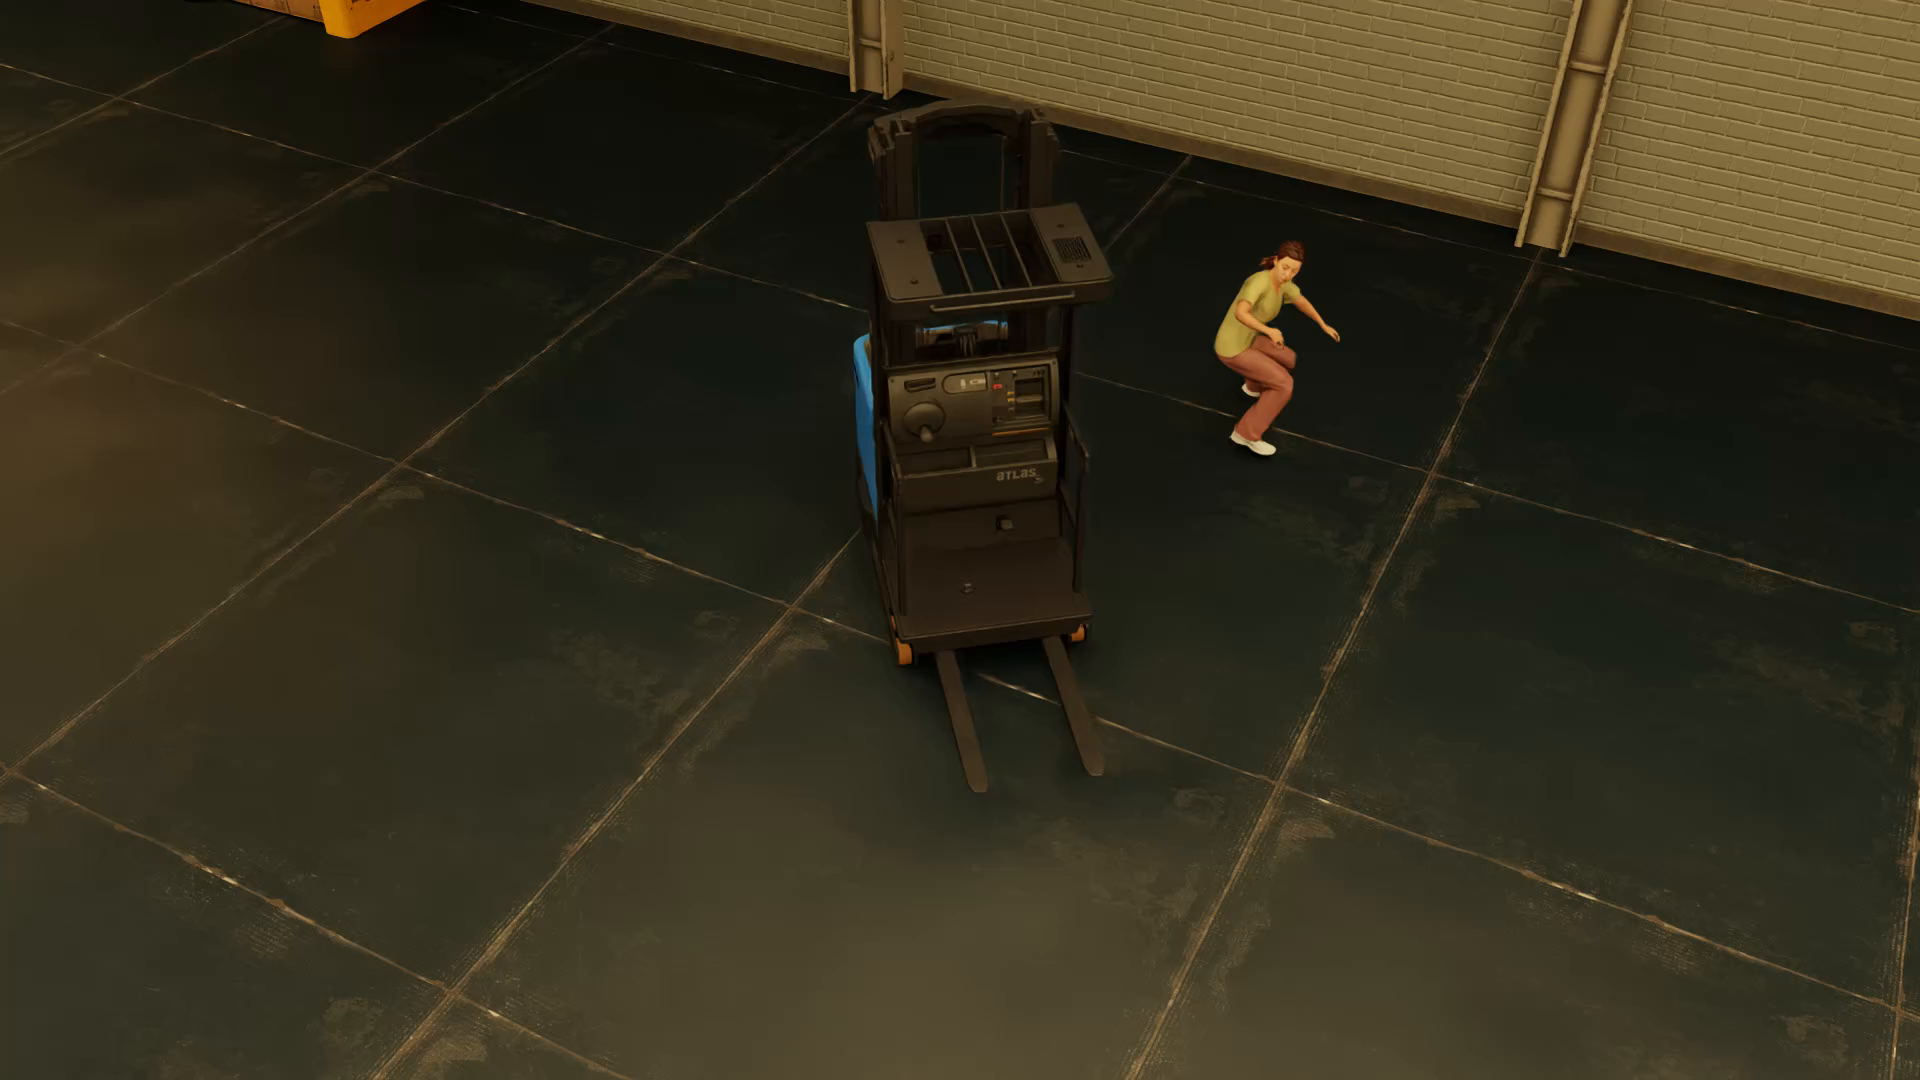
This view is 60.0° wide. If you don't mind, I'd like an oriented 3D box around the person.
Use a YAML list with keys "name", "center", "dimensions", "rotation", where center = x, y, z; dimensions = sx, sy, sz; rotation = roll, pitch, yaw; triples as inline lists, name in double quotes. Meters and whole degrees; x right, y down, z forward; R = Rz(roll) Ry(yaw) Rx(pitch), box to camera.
- name: "person"
  center: [2.035, -1.270, 10.712]
  dimensions: [0.749, 1.433, 0.771]
  rotation: [13, 42, 15]

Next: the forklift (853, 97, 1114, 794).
- name: "forklift"
  center: [0.119, -0.671, 8.783]
  dimensions: [1.130, 2.935, 3.031]
  rotation: [-7, 41, -8]
